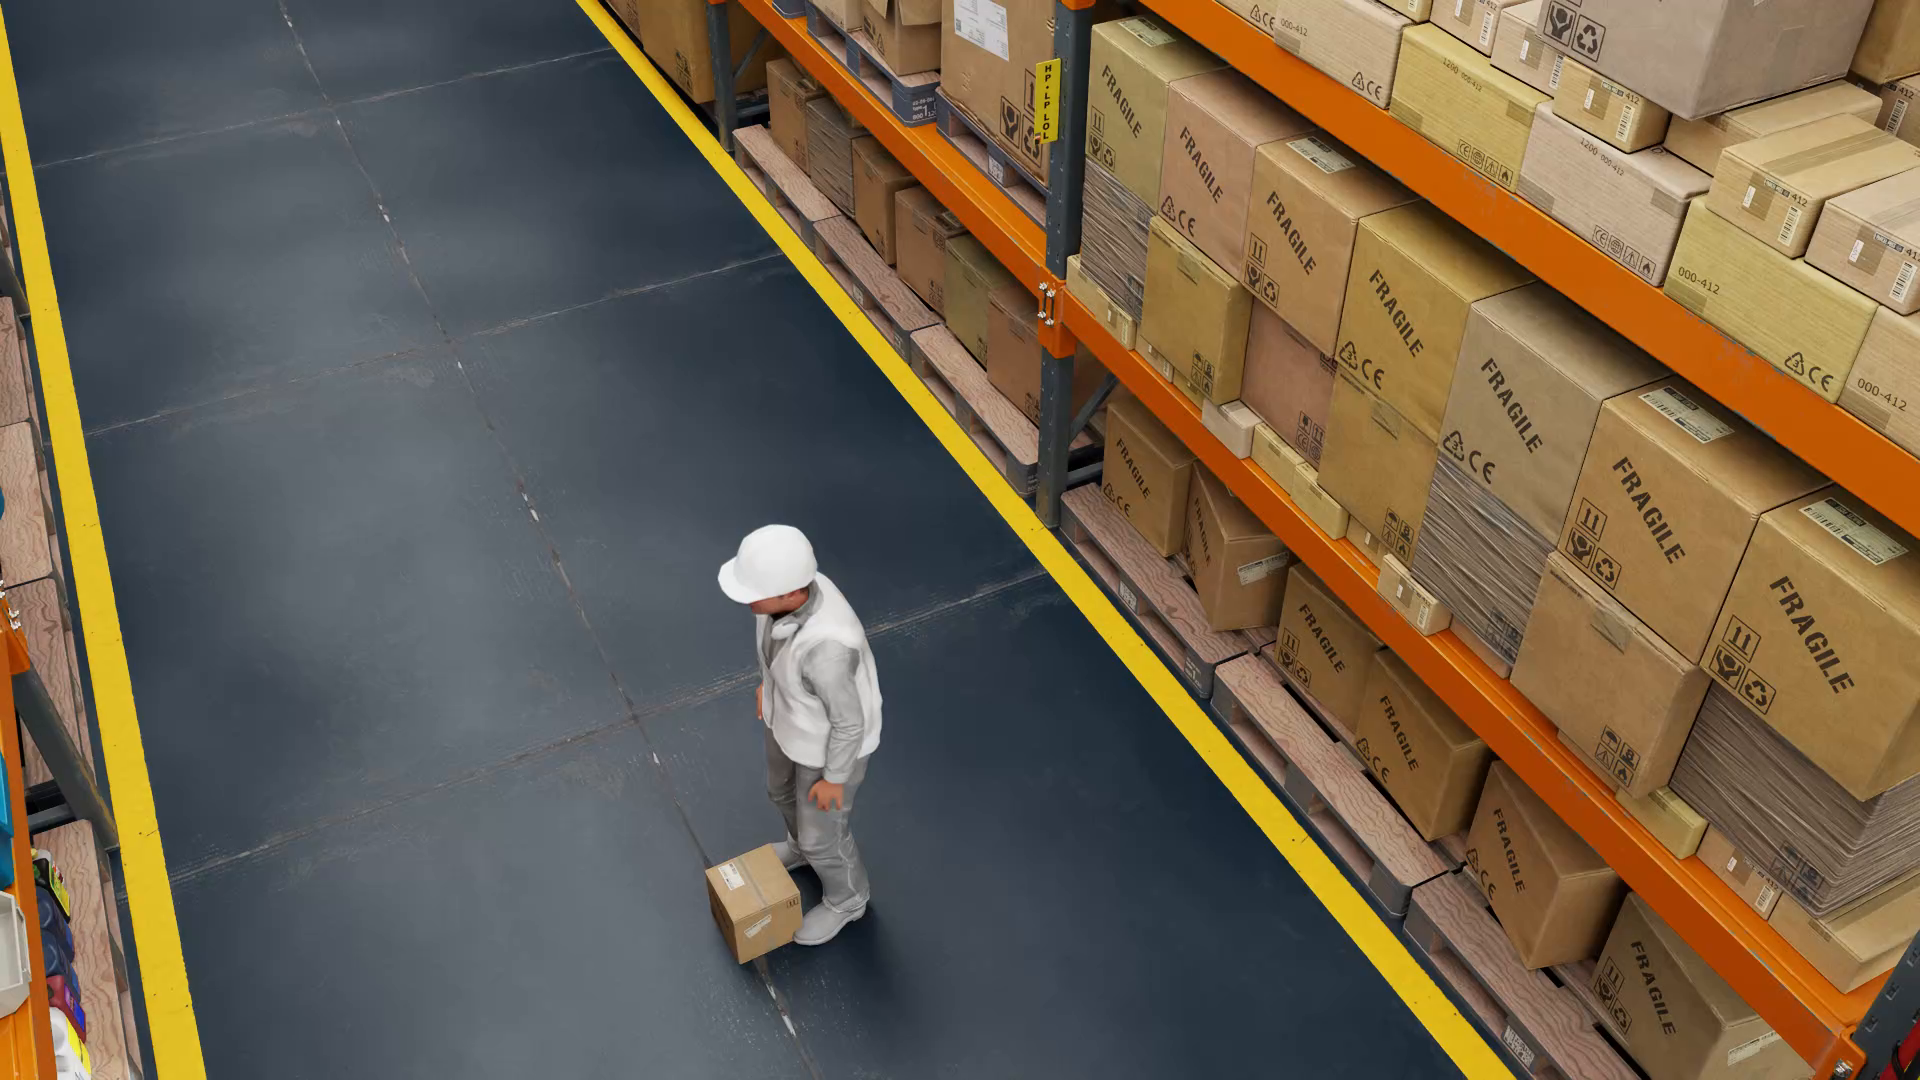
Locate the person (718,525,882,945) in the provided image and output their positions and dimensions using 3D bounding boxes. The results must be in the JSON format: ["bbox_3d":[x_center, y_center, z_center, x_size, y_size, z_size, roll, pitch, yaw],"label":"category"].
[{"bbox_3d":[-0.499,0.616,5.429,0.464,1.771,0.581,-19,44,-21],"label":"person"}]
